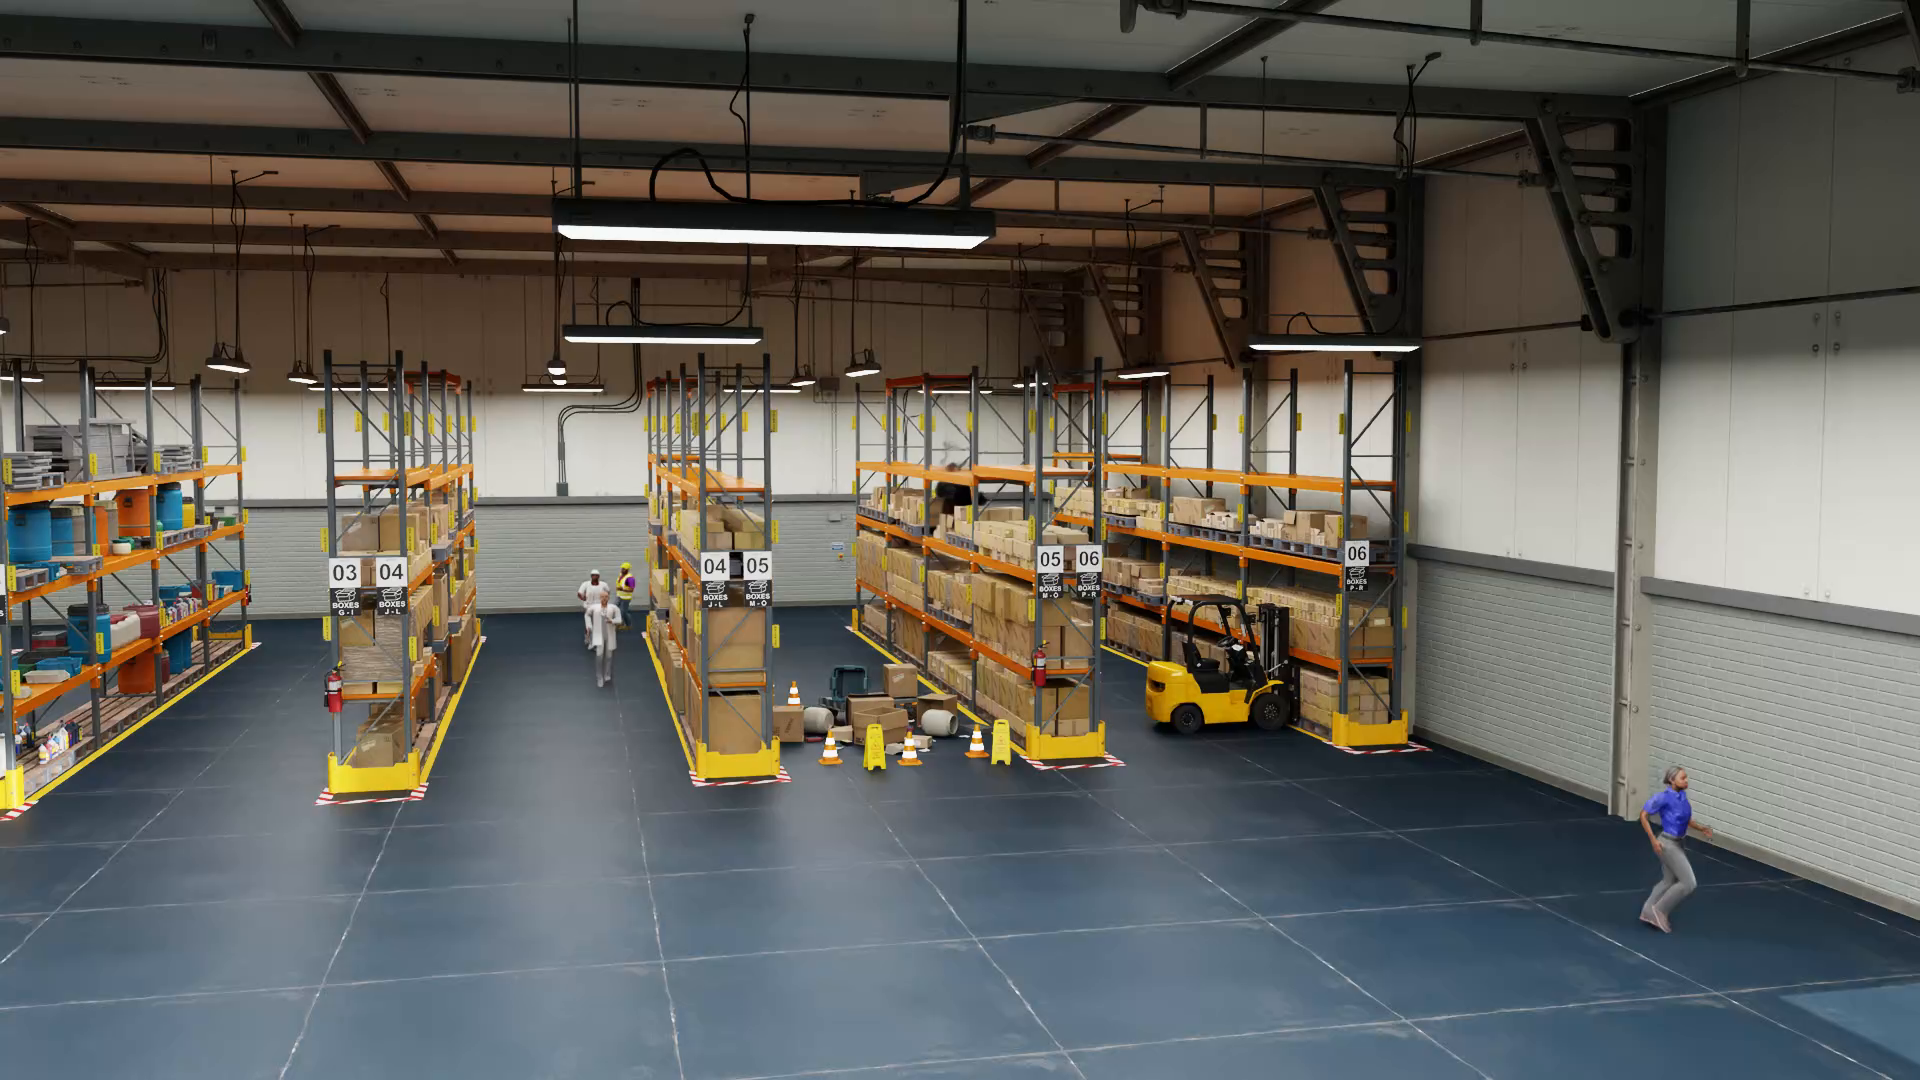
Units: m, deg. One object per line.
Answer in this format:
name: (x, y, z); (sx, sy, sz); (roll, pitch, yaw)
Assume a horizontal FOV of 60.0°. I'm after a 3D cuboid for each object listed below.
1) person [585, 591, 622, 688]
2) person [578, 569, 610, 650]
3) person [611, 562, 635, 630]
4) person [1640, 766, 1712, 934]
person: (-6.825, 1.900, 31.897); (0.669, 1.849, 0.835); (-1, 4, -18)
person: (-8.198, 1.538, 37.237); (0.706, 1.772, 0.886); (-1, 4, -10)
person: (-8.077, 1.366, 40.008); (0.838, 1.692, 0.679); (3, 5, 36)
person: (7.057, 3.049, 16.409); (0.646, 1.645, 0.578); (4, 5, 42)
